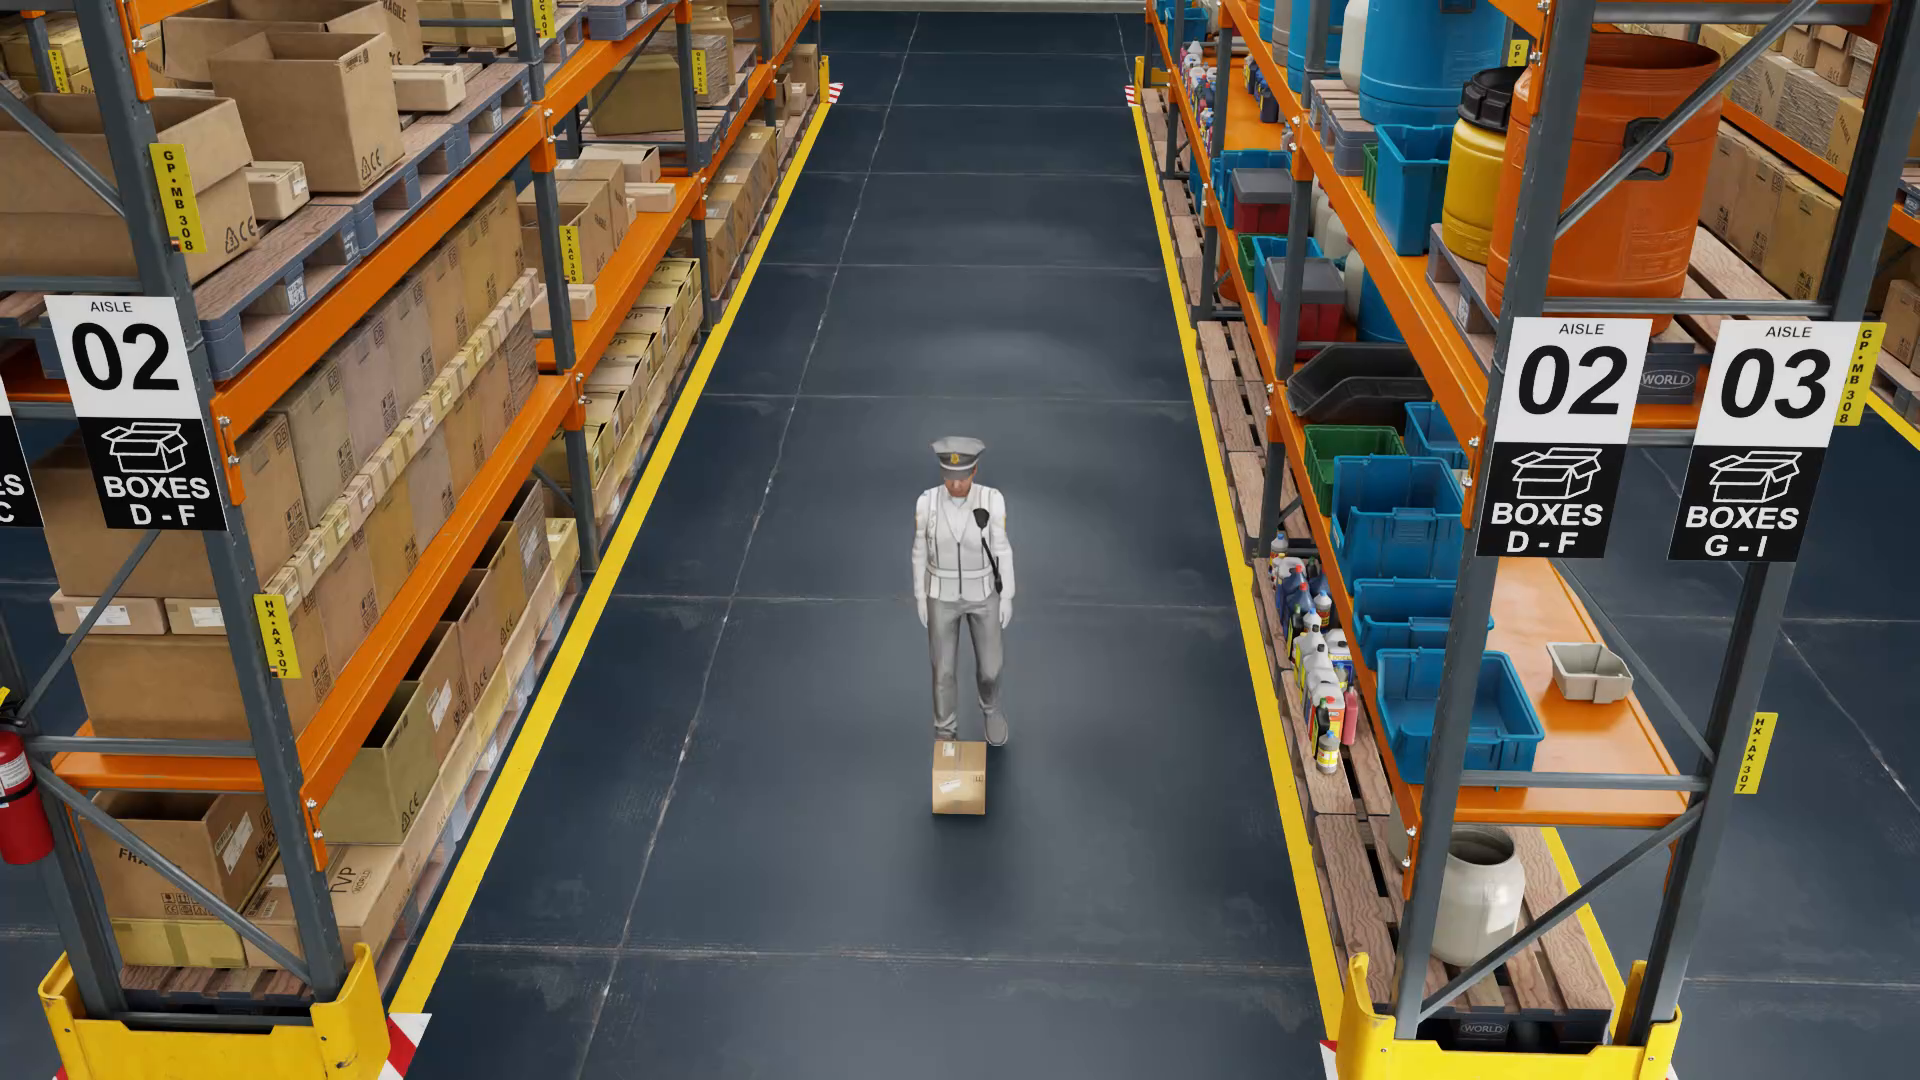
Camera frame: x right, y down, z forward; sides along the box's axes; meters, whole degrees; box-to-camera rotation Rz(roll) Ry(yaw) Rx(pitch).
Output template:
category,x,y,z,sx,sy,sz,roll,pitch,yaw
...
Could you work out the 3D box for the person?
category,x,y,z,sx,sy,sz,roll,pitch,yaw
person,0.013,0.311,8.038,0.499,1.698,0.466,1,28,2
